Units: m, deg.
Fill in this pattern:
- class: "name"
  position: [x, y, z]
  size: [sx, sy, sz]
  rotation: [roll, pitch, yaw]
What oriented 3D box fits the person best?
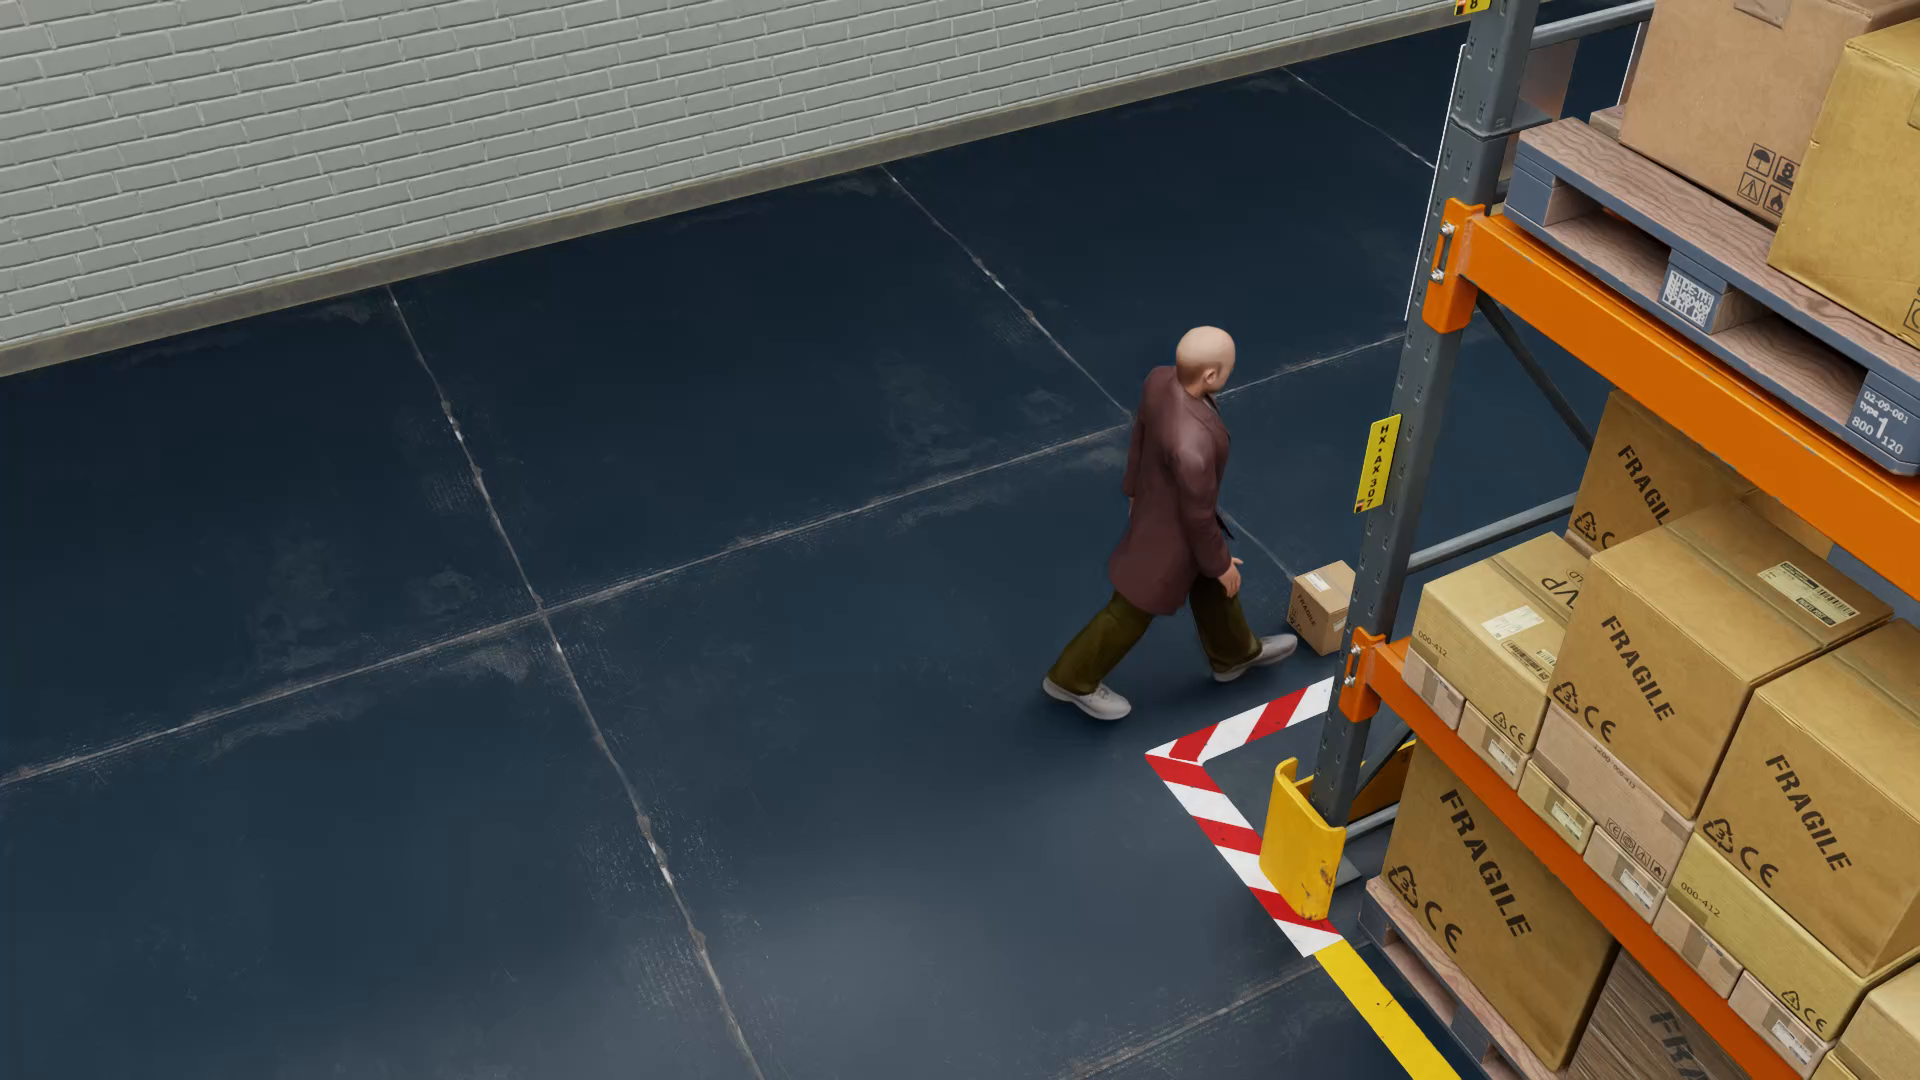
- class: "person"
  position: [0.855, -0.041, 6.207]
  size: [1.042, 1.740, 0.579]
  rotation: [1, 41, 1]
